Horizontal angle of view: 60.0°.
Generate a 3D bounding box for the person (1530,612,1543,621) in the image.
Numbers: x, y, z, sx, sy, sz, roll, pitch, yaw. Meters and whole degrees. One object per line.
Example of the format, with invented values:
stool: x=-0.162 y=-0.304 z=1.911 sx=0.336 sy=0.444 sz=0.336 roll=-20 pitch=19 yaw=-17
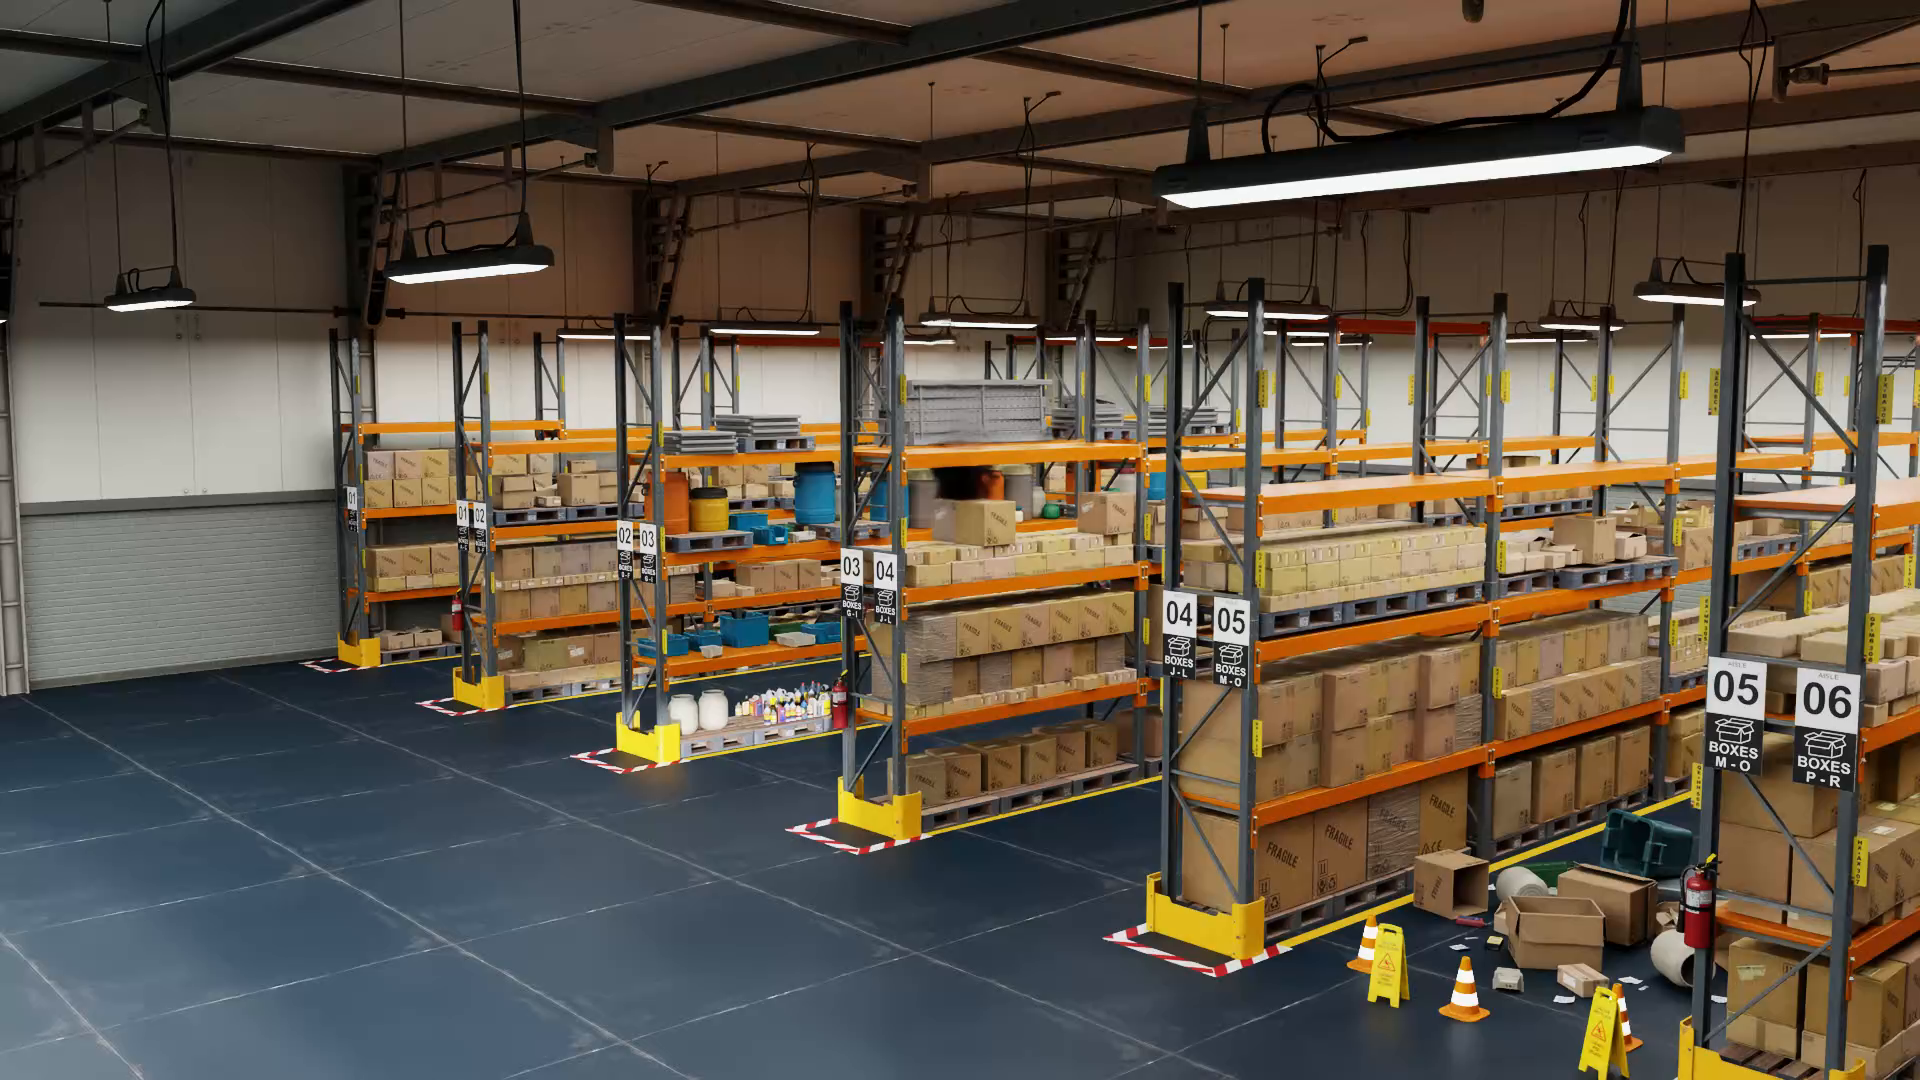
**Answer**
person: x=8.722 y=1.874 z=25.225 sx=0.631 sy=1.567 sz=0.511 roll=-5 pitch=7 yaw=-40
